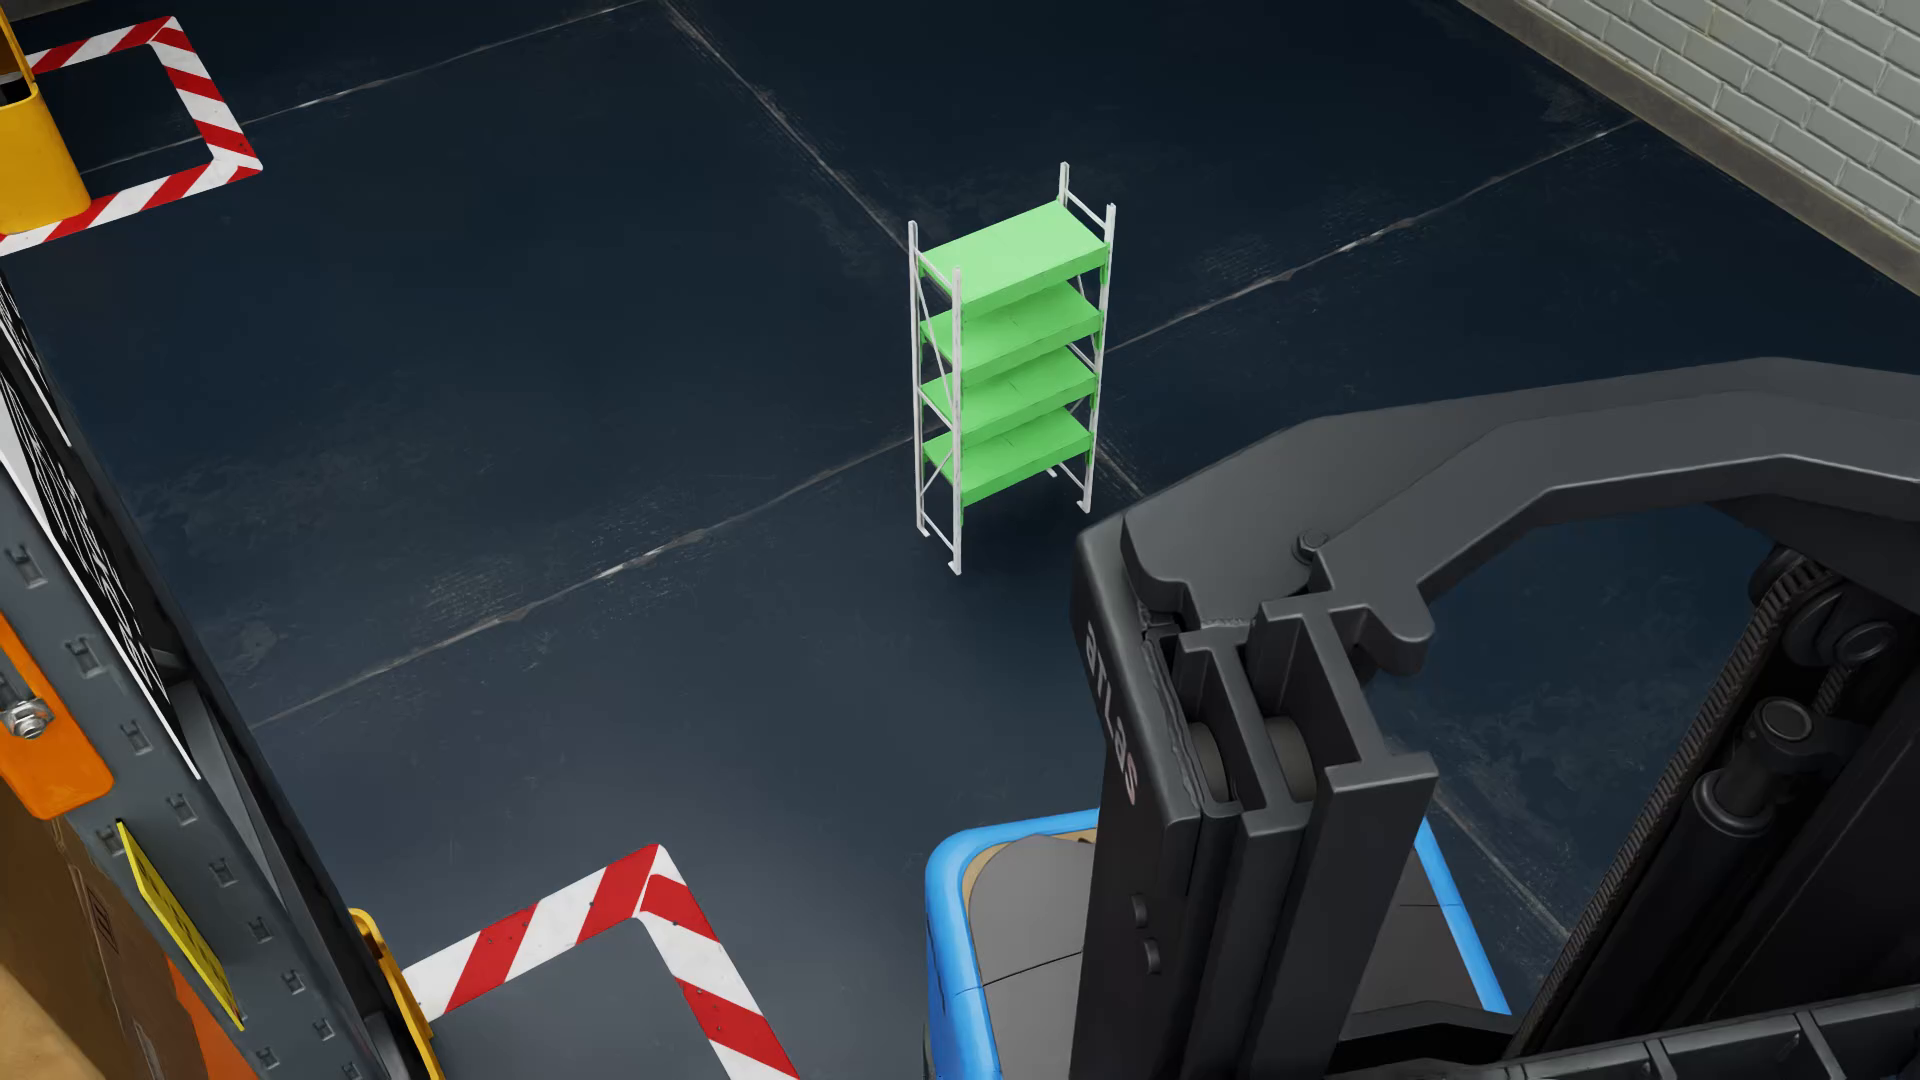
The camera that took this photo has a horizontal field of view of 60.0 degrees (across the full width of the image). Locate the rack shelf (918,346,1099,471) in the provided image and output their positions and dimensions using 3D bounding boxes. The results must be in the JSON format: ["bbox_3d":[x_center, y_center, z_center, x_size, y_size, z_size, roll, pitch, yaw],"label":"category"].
[{"bbox_3d":[0.140,-0.422,4.908,0.480,0.148,0.258,-25,53,-21],"label":"rack shelf"}]

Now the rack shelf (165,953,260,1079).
[{"bbox_3d":[-2.840,1.607,2.292,4.000,0.370,1.077,-25,53,-21],"label":"rack shelf"}]

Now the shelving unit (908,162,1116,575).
[{"bbox_3d":[0.140,-0.465,4.861,0.503,1.200,0.258,-25,53,-21],"label":"shelving unit"}]

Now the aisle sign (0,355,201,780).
[{"bbox_3d":[-0.928,-0.128,1.614,0.004,0.787,0.394,-25,53,-21],"label":"aisle sign"}]

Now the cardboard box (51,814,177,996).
[{"bbox_3d":[-1.665,0.547,2.687,0.500,0.500,0.500,-24,53,-20],"label":"cardboard box"}]

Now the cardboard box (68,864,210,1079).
[{"bbox_3d":[-1.382,0.888,2.384,0.500,0.500,0.500,-24,52,-20],"label":"cardboard box"}]

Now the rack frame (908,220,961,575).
[{"bbox_3d":[-0.066,-0.368,4.774,0.015,1.200,0.240,-25,53,-21],"label":"rack frame"}]

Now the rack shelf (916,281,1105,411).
[{"bbox_3d":[0.140,-0.582,4.729,0.480,0.148,0.258,-25,53,-21],"label":"rack shelf"}]

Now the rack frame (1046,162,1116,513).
[{"bbox_3d":[0.346,-0.562,4.947,0.015,1.200,0.240,-25,53,-21],"label":"rack frame"}]

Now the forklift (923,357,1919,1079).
[{"bbox_3d":[0.692,1.343,2.091,1.130,2.935,3.031,-8,49,-7],"label":"forklift"}]

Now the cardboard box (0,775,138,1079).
[{"bbox_3d":[-1.378,0.556,2.010,0.500,0.500,0.500,-26,53,-21],"label":"cardboard box"}]

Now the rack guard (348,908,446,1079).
[{"bbox_3d":[-1.213,1.432,3.640,0.348,0.500,1.175,-25,53,-21],"label":"rack guard"}]

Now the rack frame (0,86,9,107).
[{"bbox_3d":[-3.795,-2.557,5.518,0.127,3.000,1.000,-25,53,-21],"label":"rack frame"}]

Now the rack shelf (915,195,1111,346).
[{"bbox_3d":[0.140,-0.742,4.550,0.480,0.148,0.258,-25,53,-21],"label":"rack shelf"}]

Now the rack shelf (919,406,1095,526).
[{"bbox_3d":[0.140,-0.263,5.088,0.480,0.148,0.258,-25,53,-21],"label":"rack shelf"}]

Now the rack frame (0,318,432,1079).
[{"bbox_3d":[-1.149,0.570,2.733,0.127,3.000,1.000,-25,53,-21],"label":"rack frame"}]

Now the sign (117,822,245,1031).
[{"bbox_3d":[-0.870,0.439,1.864,0.005,0.325,0.100,-25,53,-21],"label":"sign"}]

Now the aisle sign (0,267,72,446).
[{"bbox_3d":[-1.248,-0.507,1.952,0.004,0.787,0.394,-25,53,-21],"label":"aisle sign"}]

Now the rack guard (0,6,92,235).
[{"bbox_3d":[-3.775,-1.735,6.460,0.348,0.500,1.175,-25,53,-21],"label":"rack guard"}]

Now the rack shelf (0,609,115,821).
[{"bbox_3d":[-2.840,0.609,1.172,4.000,0.370,1.077,-25,53,-21],"label":"rack shelf"}]

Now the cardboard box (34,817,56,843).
[{"bbox_3d":[-1.665,0.215,2.314,0.500,0.500,0.500,-24,52,-20],"label":"cardboard box"}]
